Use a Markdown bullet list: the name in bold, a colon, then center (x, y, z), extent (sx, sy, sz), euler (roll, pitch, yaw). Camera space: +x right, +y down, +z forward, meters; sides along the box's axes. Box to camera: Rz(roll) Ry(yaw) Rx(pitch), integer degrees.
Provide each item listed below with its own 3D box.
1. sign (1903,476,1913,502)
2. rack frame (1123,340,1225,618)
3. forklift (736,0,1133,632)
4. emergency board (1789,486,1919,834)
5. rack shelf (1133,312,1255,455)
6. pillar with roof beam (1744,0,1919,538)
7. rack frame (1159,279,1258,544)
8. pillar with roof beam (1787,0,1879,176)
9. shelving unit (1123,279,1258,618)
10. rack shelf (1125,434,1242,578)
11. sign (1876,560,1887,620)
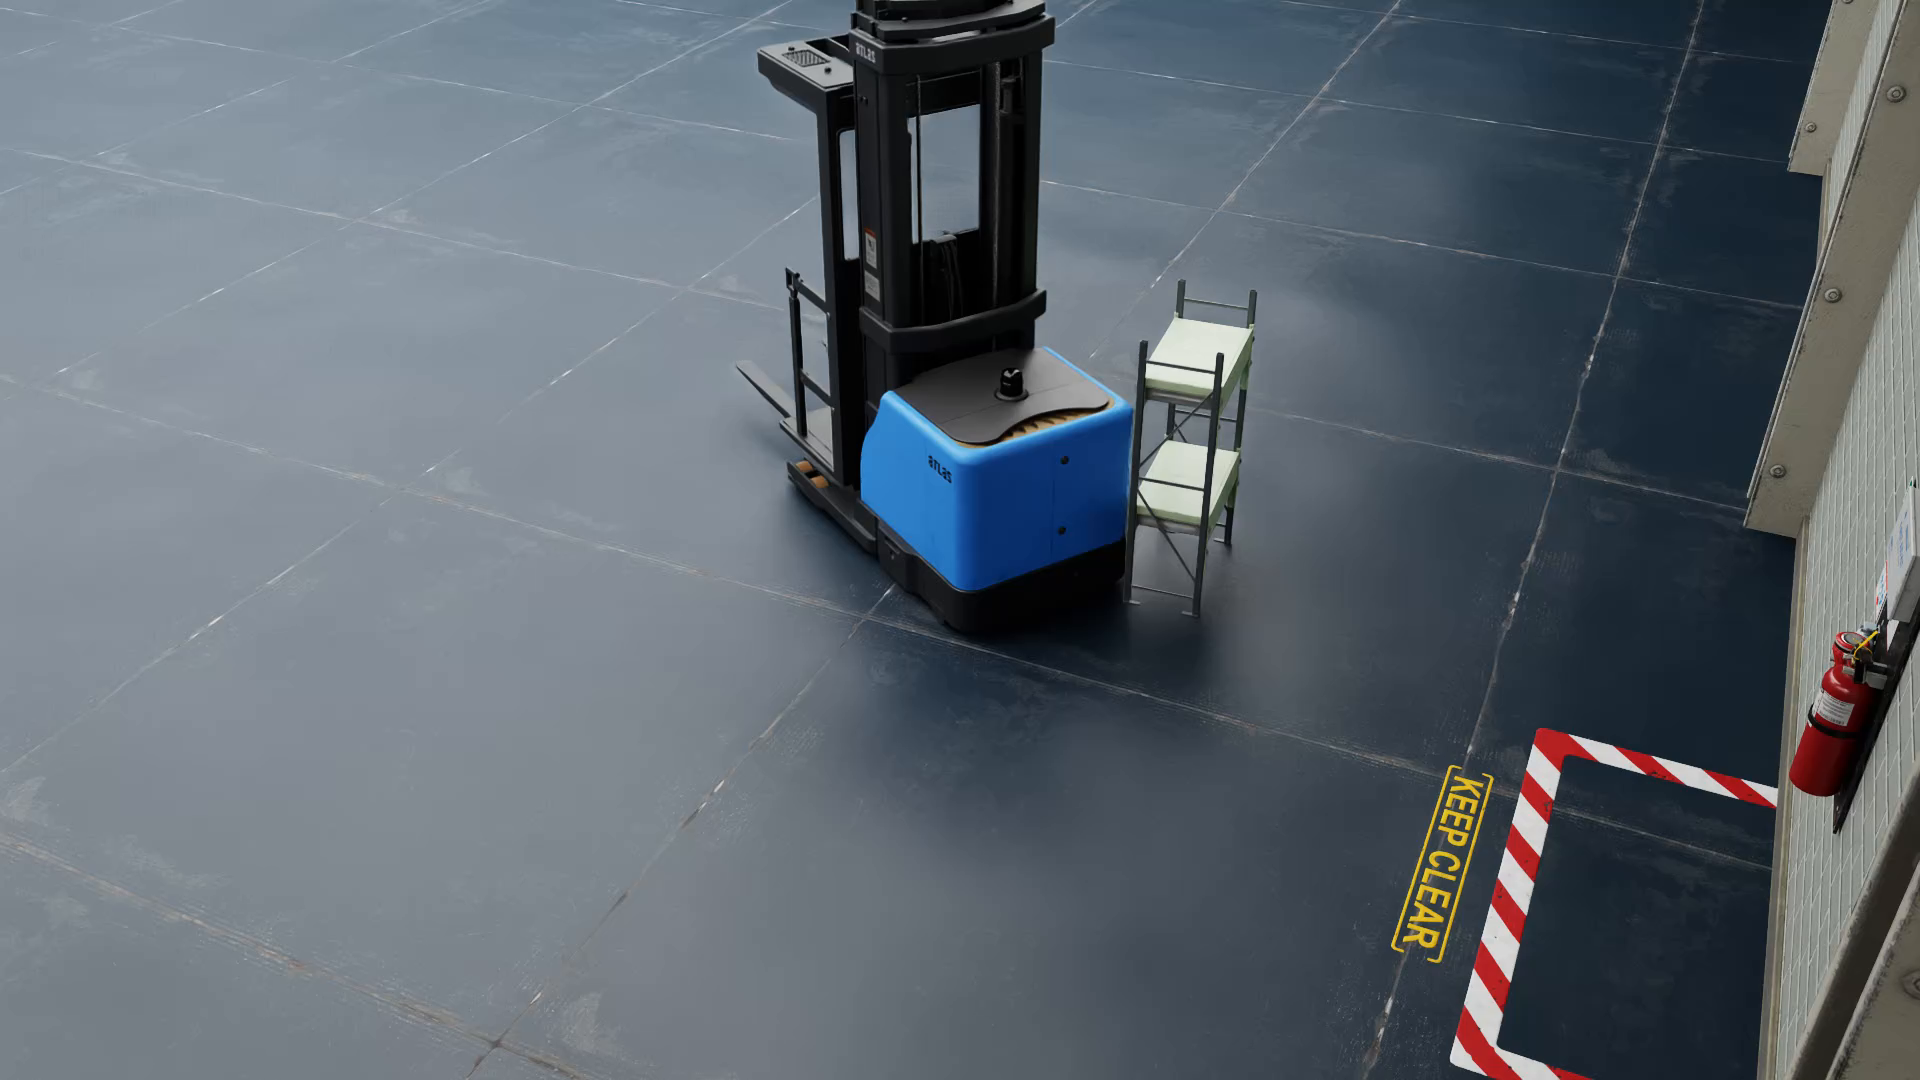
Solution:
- **sign**: center (3.445, -0.112, 6.037), extent (0.001, 0.109, 0.331), euler (14, 36, 20)
- **rack frame**: center (1.035, -0.272, 8.165), extent (0.400, 1.500, 0.023), euler (12, 35, 17)
- **forklift**: center (-0.329, -1.542, 8.797), extent (1.130, 2.935, 3.031), euler (-19, 38, -26)
- **emergency board**: center (3.130, 0.376, 5.809), extent (0.194, 1.169, 0.643), euler (14, 36, 20)
- **rack shelf**: center (1.163, -0.786, 8.238), extent (0.431, 0.370, 0.720), euler (12, 35, 17)
- **pillar with roof beam**: center (0.661, -4.886, 8.364), extent (9.100, 9.000, 0.400), euler (14, 36, 20)
- **rack frame**: center (1.291, -0.648, 8.739), extent (0.400, 1.500, 0.023), euler (12, 35, 17)
- **pillar with roof beam**: center (3.172, -7.875, 12.921), extent (9.100, 9.000, 0.400), euler (14, 36, 20)
- **shelving unit**: center (1.163, -0.460, 8.452), extent (0.431, 1.500, 0.755), euler (12, 35, 17)
- **rack shelf**: center (1.163, -0.187, 8.631), extent (0.431, 0.370, 0.720), euler (12, 35, 17)
- **sign**: center (3.455, 0.110, 6.183), extent (0.001, 0.329, 0.234), euler (14, 36, 20)
